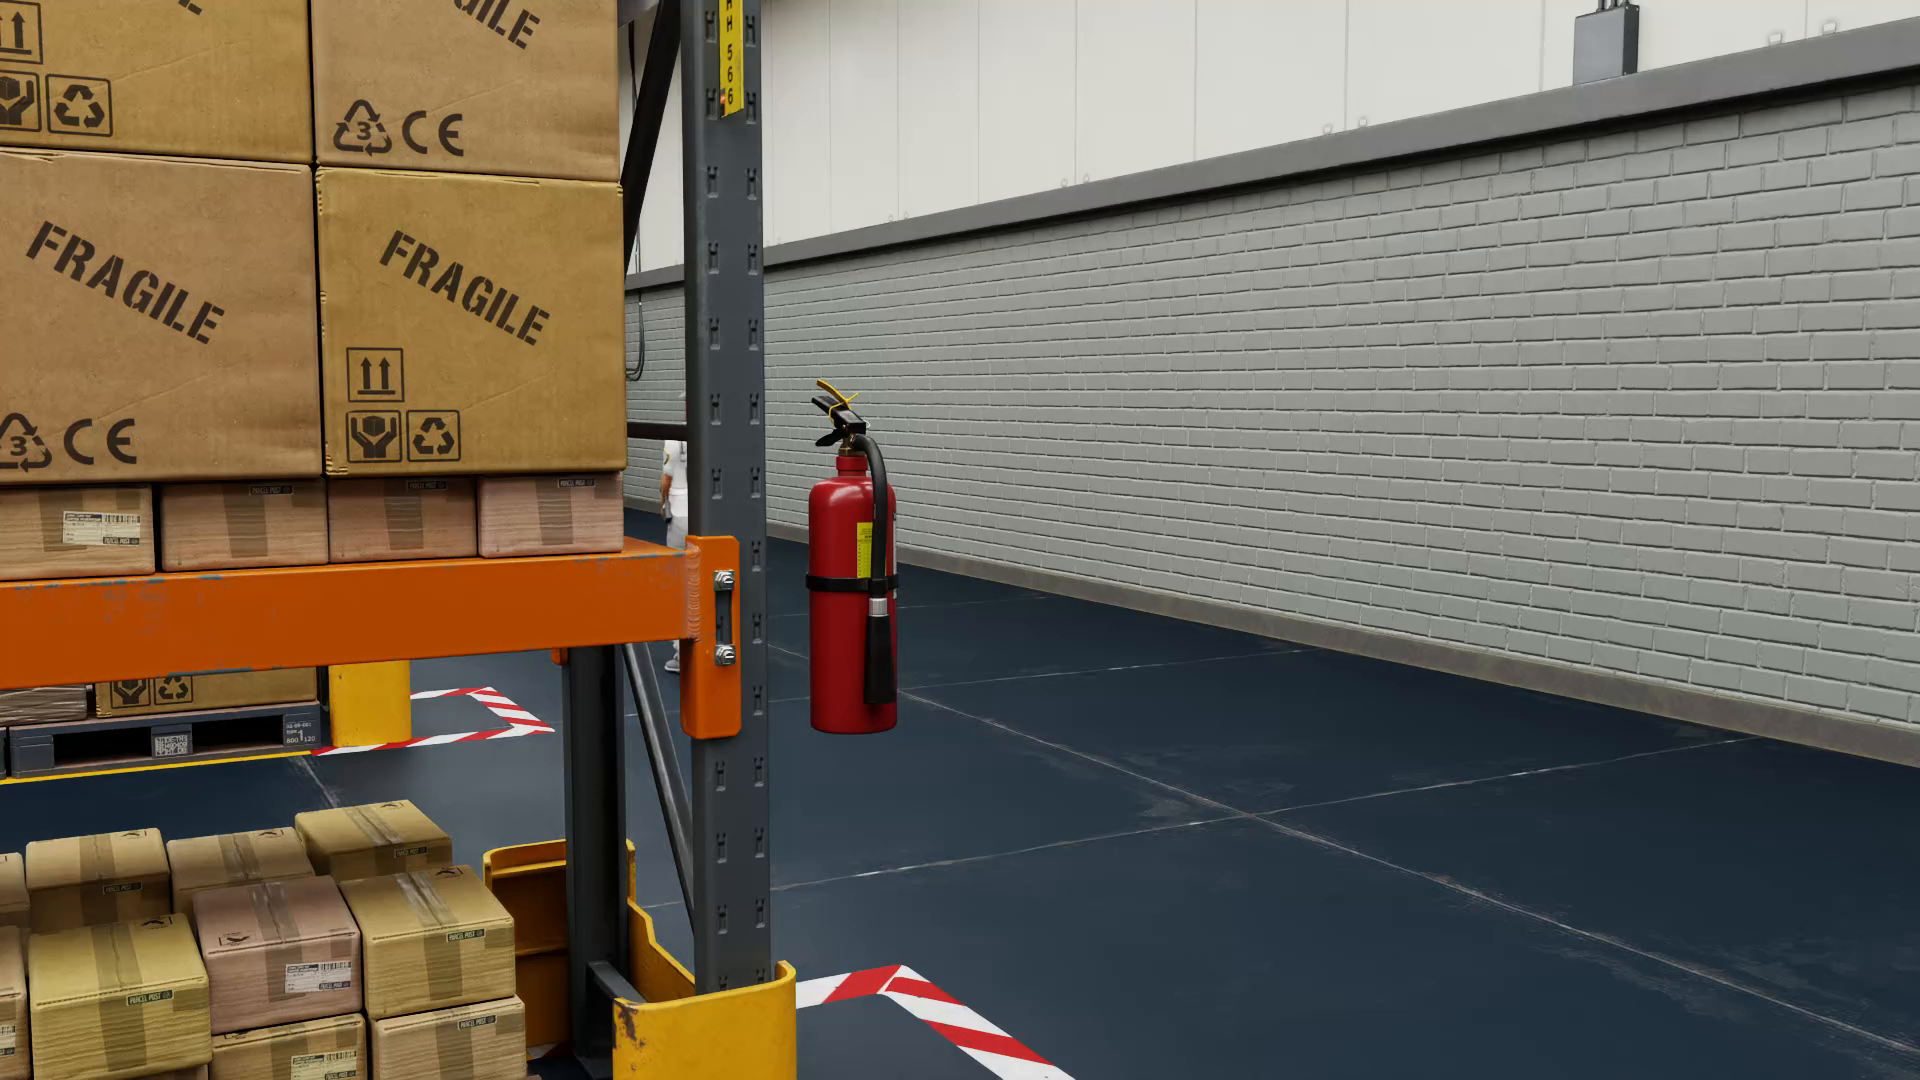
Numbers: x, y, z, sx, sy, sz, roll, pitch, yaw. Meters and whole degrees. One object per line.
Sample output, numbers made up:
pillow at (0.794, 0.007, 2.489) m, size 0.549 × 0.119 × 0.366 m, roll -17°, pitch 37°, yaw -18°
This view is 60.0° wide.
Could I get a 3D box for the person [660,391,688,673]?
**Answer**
person at (-1.487, -0.082, 9.453) m, size 0.453 × 1.653 × 0.541 m, roll -3°, pitch 6°, yaw -29°
